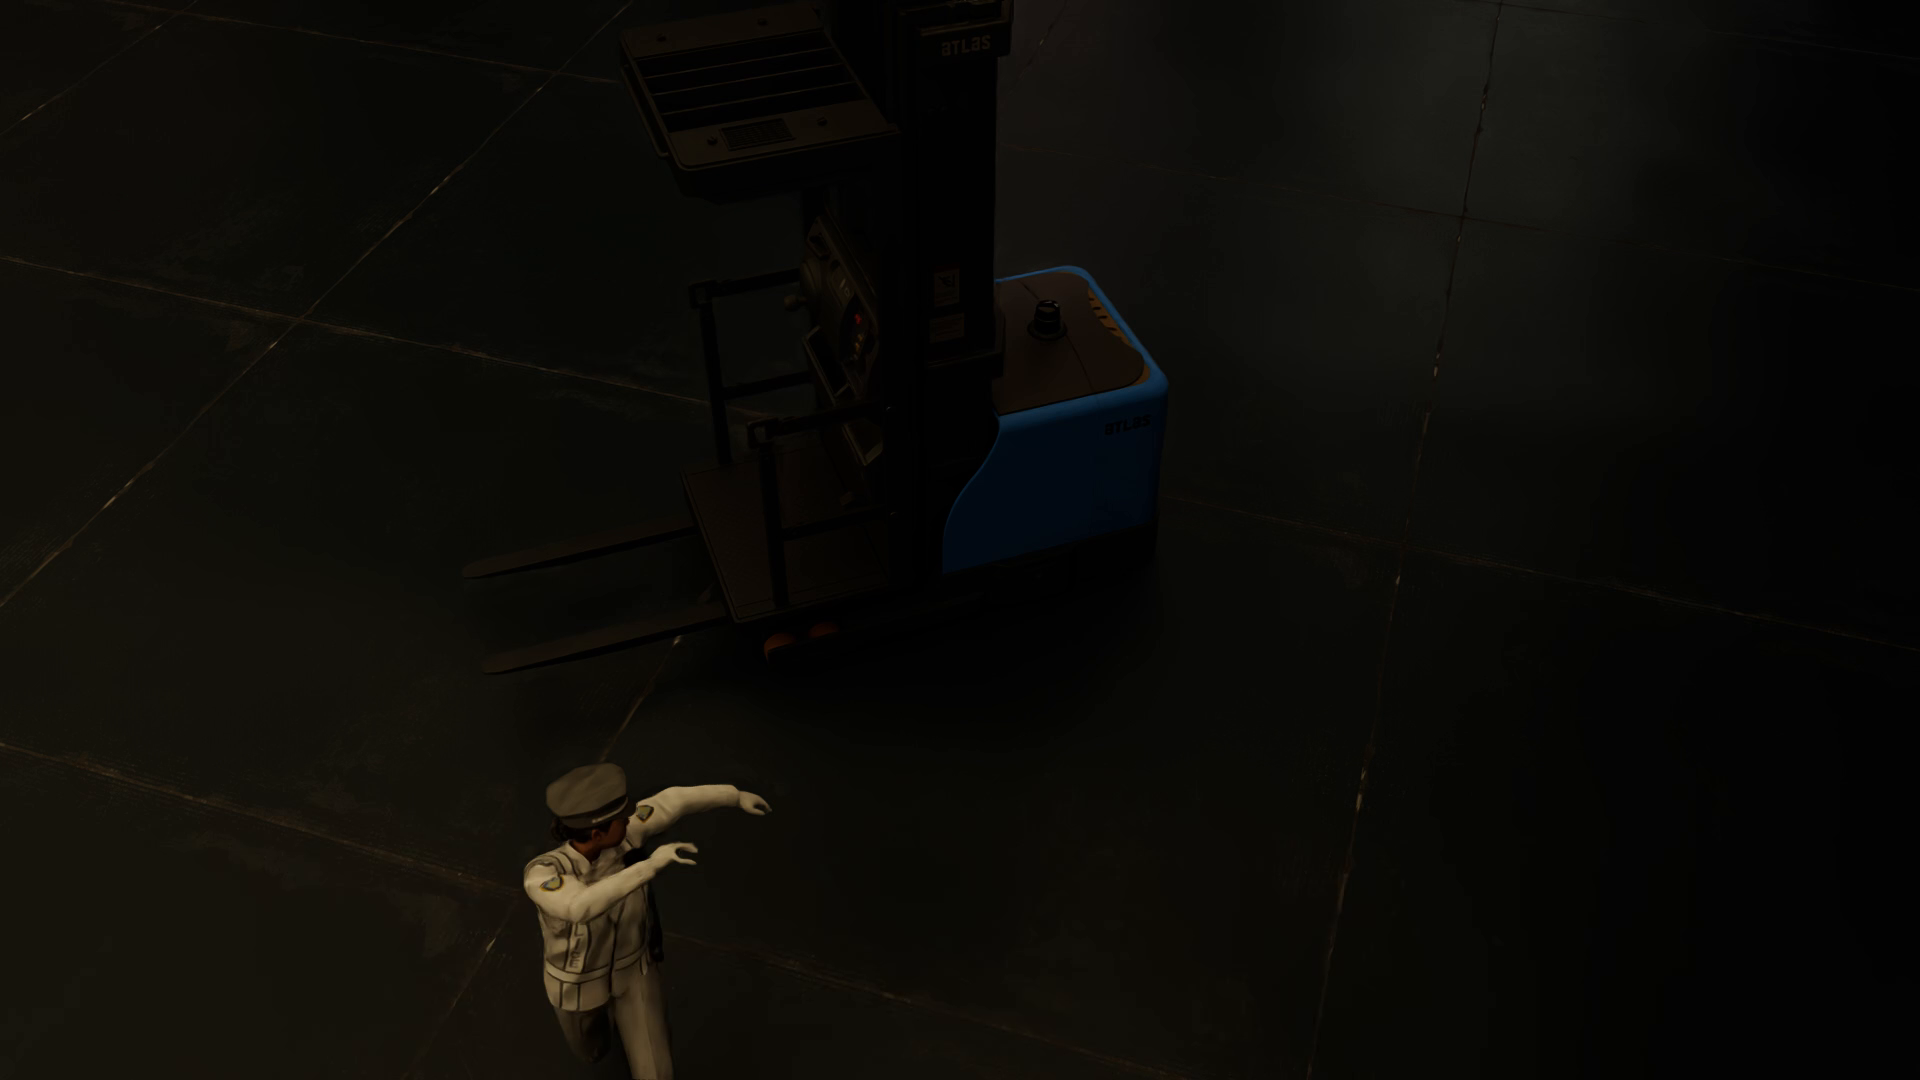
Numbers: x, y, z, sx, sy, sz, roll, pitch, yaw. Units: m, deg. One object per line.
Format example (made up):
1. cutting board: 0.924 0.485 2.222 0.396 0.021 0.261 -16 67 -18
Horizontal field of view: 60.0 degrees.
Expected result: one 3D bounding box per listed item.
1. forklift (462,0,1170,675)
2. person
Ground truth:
1. forklift: -0.672 -0.918 6.676 3.031 2.935 1.130 -14 45 -14
2. person: -0.918 1.302 5.432 0.889 1.382 0.931 -17 46 -18
